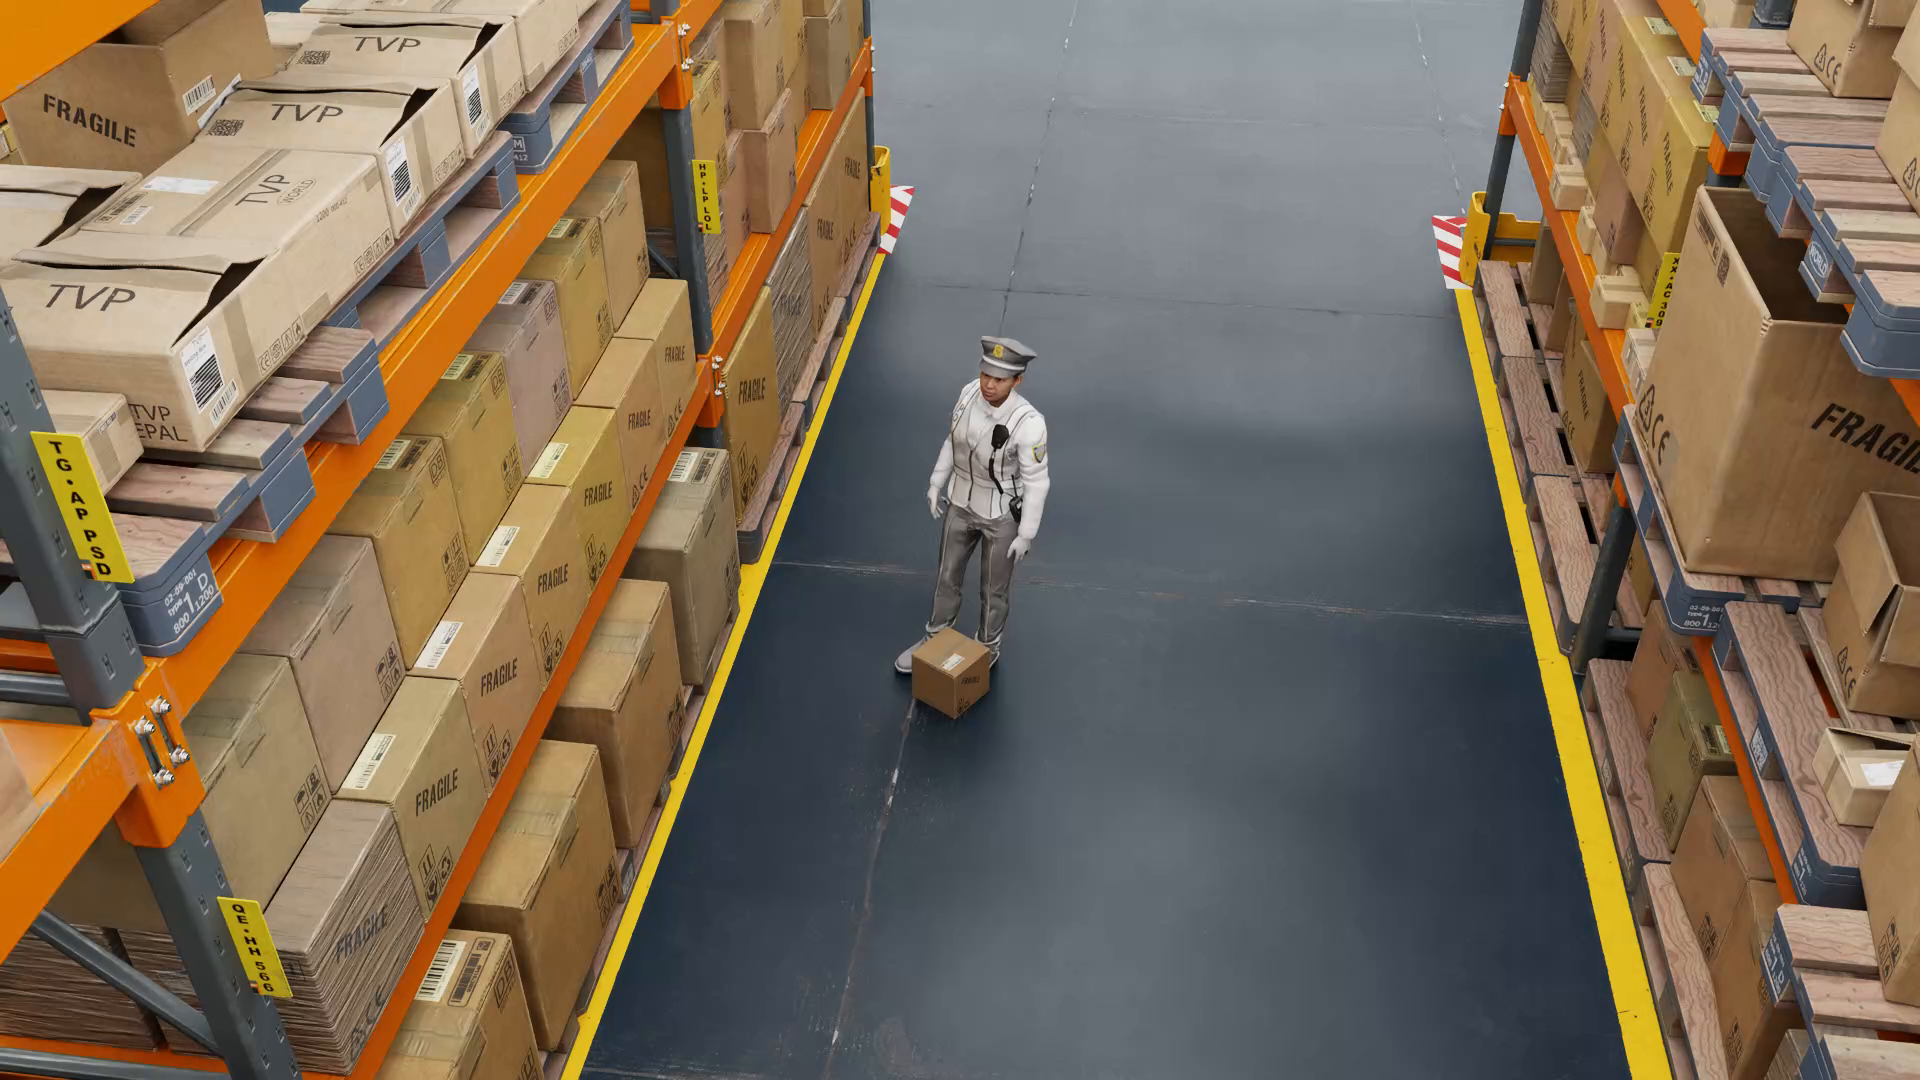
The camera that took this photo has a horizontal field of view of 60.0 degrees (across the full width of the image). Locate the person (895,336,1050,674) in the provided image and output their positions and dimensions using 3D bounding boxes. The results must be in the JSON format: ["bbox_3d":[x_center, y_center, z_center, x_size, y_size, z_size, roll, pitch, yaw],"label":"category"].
[{"bbox_3d":[0.072,-0.101,7.132,0.588,1.697,0.534,27,44,32],"label":"person"}]
